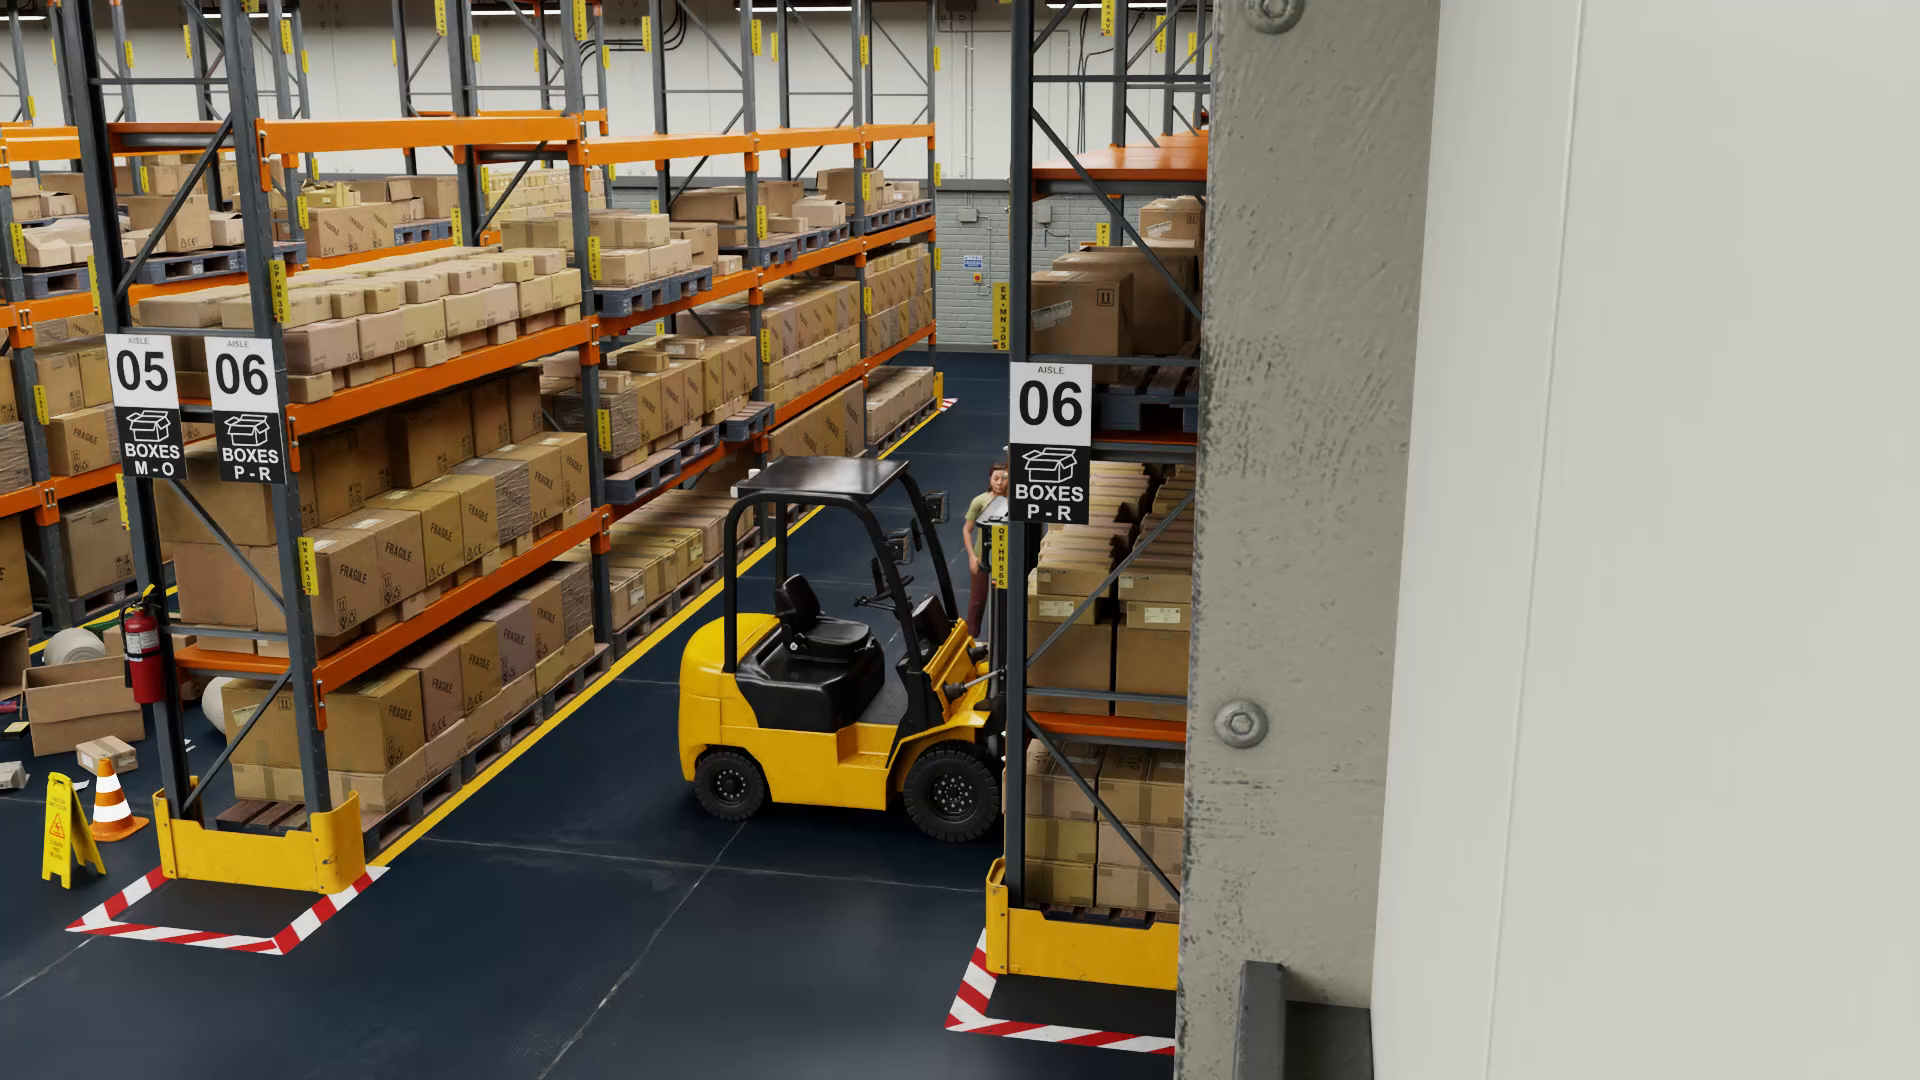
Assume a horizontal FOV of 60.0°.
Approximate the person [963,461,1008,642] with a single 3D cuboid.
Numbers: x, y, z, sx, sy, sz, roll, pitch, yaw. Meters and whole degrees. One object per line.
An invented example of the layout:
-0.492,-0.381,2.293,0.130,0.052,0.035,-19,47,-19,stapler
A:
0.297,0.189,13.357,0.527,1.612,1.028,-1,15,-4,person
